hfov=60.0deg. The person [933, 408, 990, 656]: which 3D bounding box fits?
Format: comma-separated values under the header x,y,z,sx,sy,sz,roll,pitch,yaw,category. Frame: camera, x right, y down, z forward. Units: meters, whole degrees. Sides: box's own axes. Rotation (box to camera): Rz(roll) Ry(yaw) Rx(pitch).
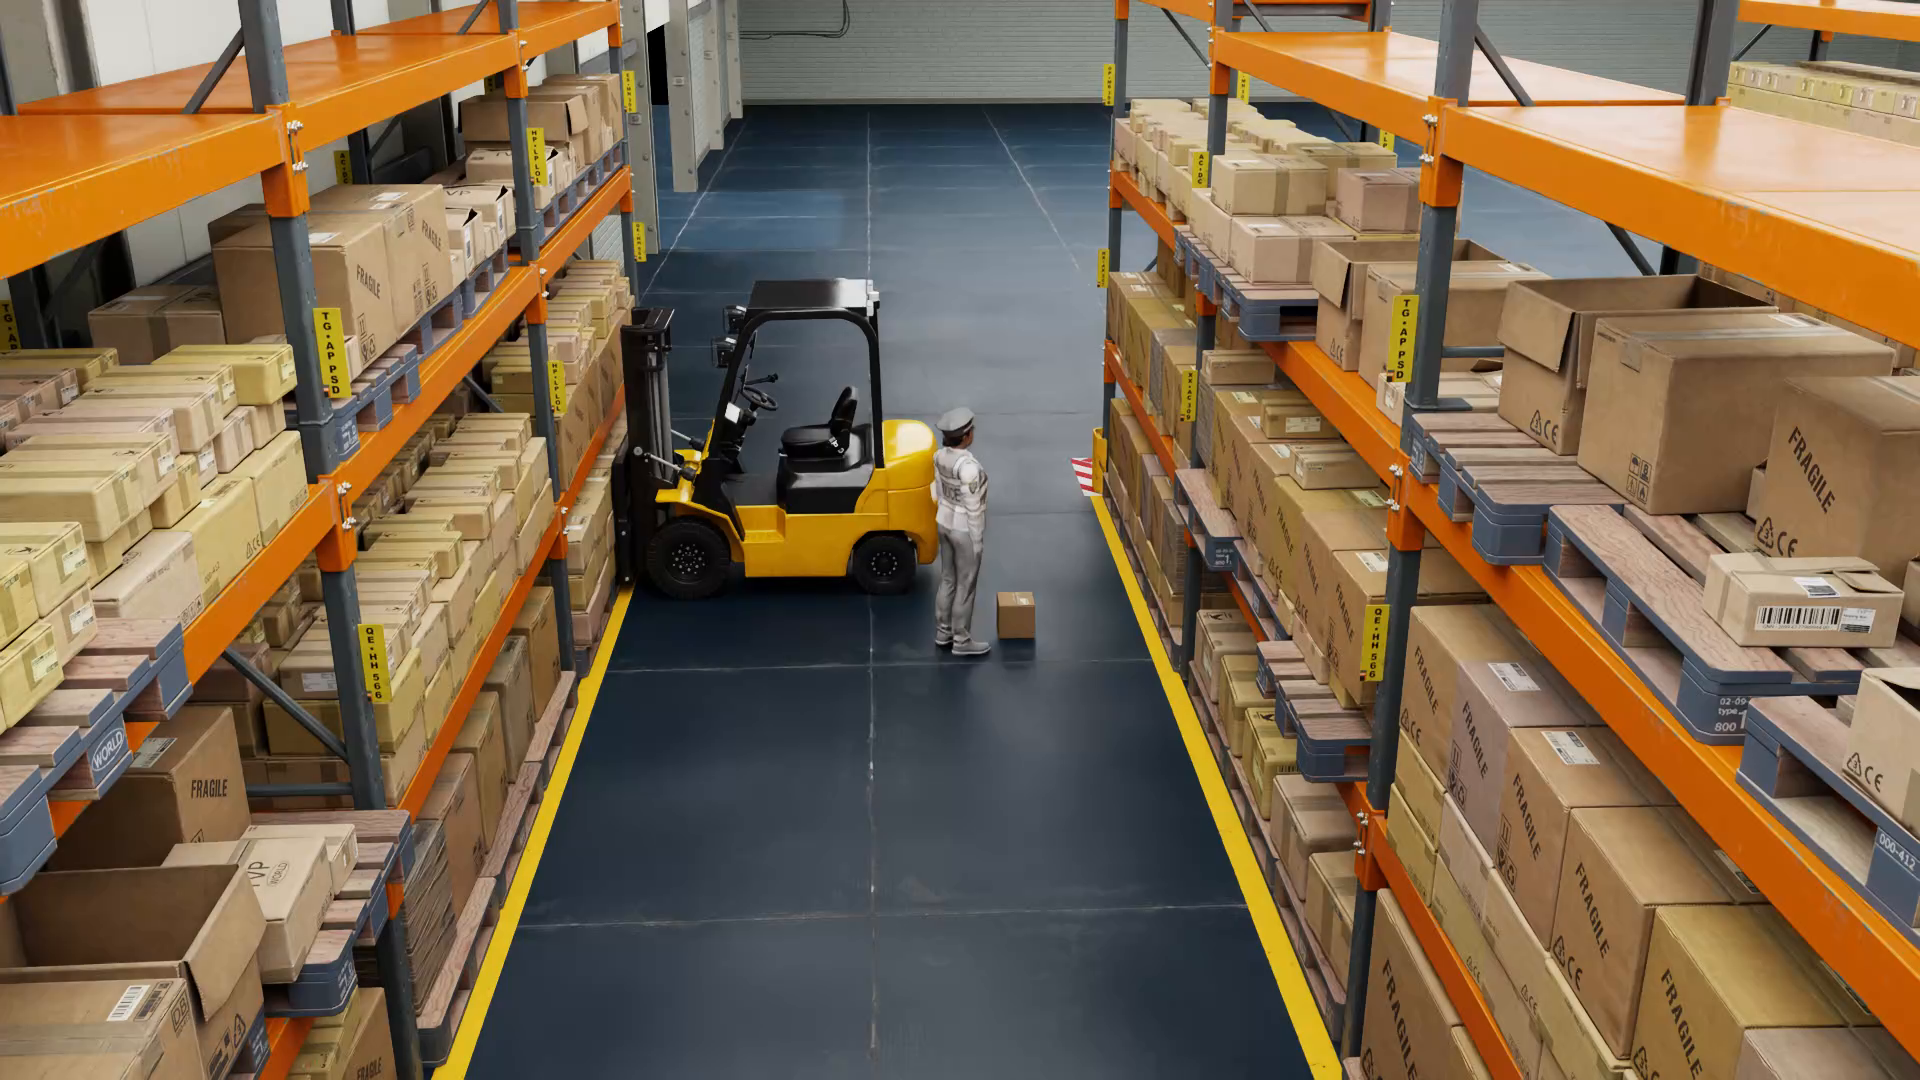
x,y,z,sx,sy,sz,roll,pitch,yaw,category
0.007,-0.064,11.207,0.345,1.692,0.468,-12,24,-28,person
